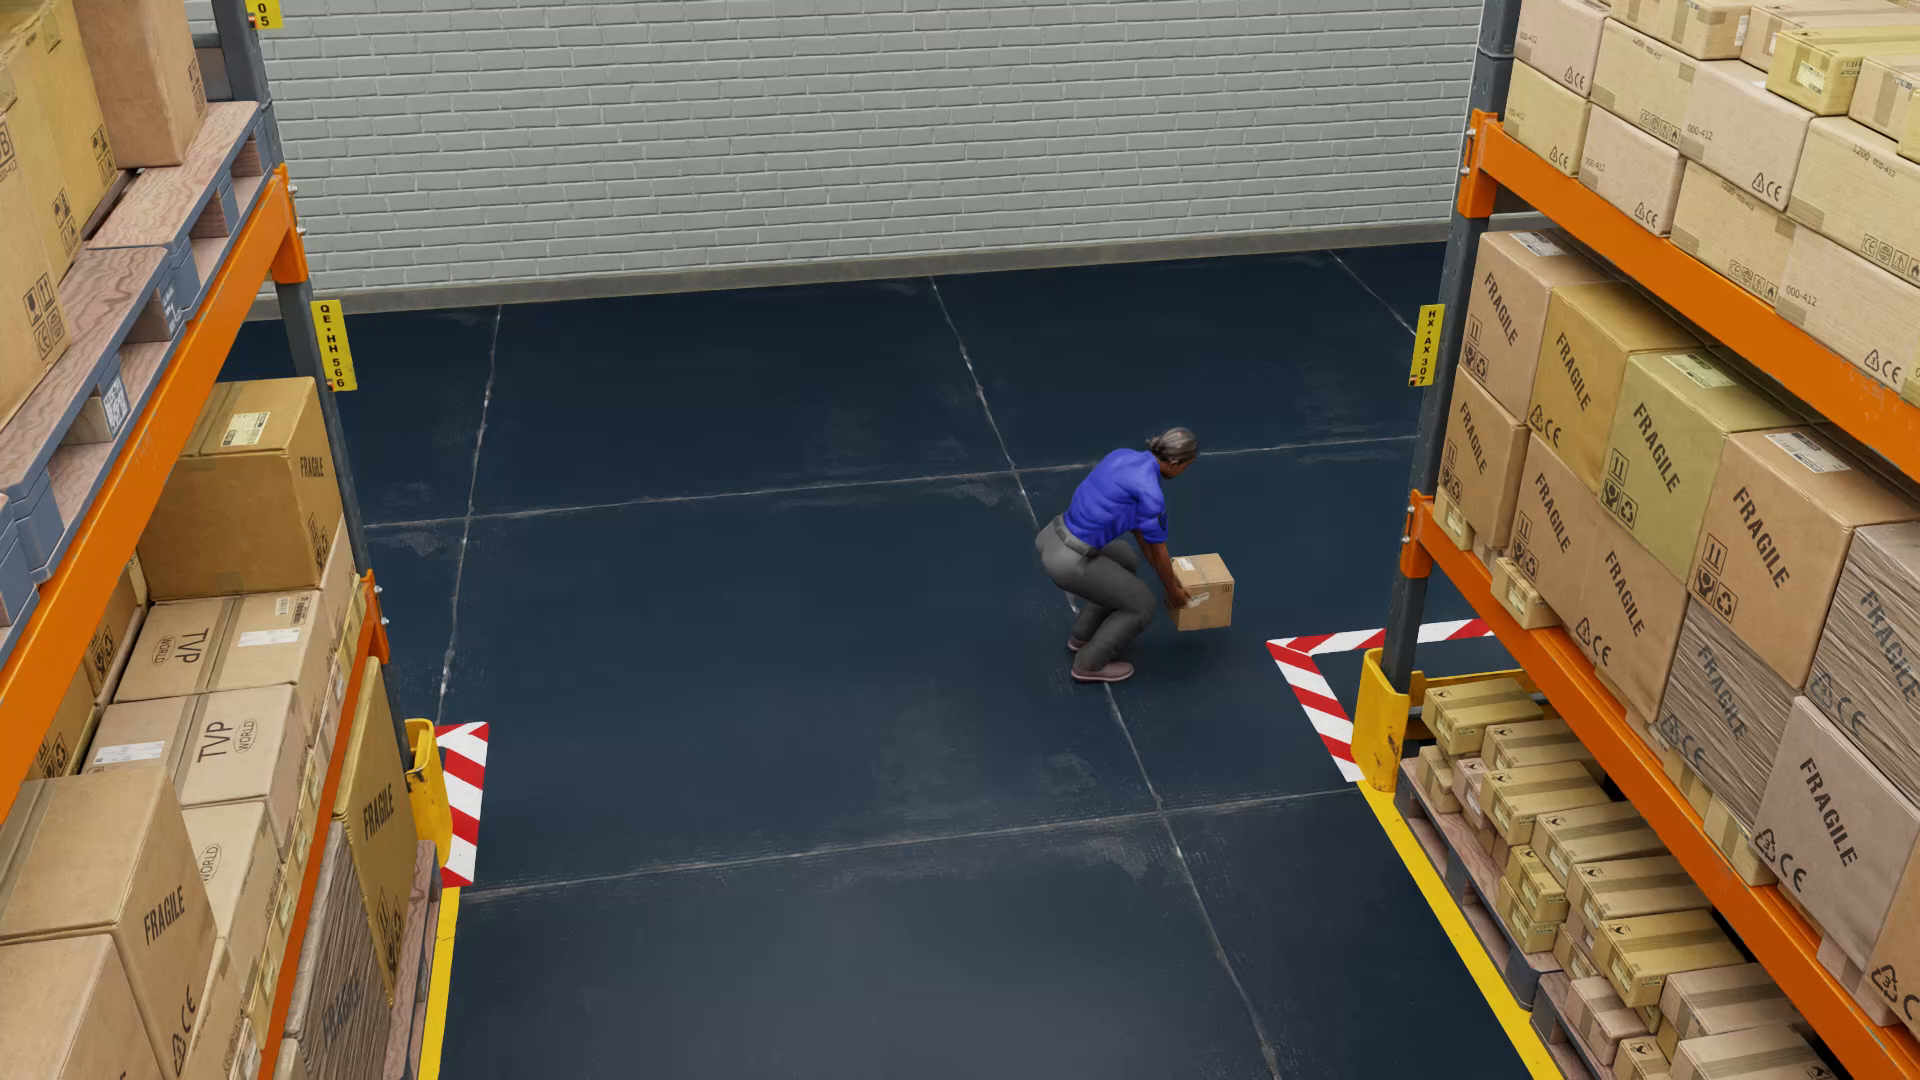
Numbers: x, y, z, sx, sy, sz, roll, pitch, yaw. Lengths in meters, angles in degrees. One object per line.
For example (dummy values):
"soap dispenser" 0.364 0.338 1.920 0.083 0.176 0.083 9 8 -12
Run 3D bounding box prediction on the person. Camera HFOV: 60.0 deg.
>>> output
"person" 0.697 0.047 7.543 0.726 1.168 0.501 -5 31 -9
